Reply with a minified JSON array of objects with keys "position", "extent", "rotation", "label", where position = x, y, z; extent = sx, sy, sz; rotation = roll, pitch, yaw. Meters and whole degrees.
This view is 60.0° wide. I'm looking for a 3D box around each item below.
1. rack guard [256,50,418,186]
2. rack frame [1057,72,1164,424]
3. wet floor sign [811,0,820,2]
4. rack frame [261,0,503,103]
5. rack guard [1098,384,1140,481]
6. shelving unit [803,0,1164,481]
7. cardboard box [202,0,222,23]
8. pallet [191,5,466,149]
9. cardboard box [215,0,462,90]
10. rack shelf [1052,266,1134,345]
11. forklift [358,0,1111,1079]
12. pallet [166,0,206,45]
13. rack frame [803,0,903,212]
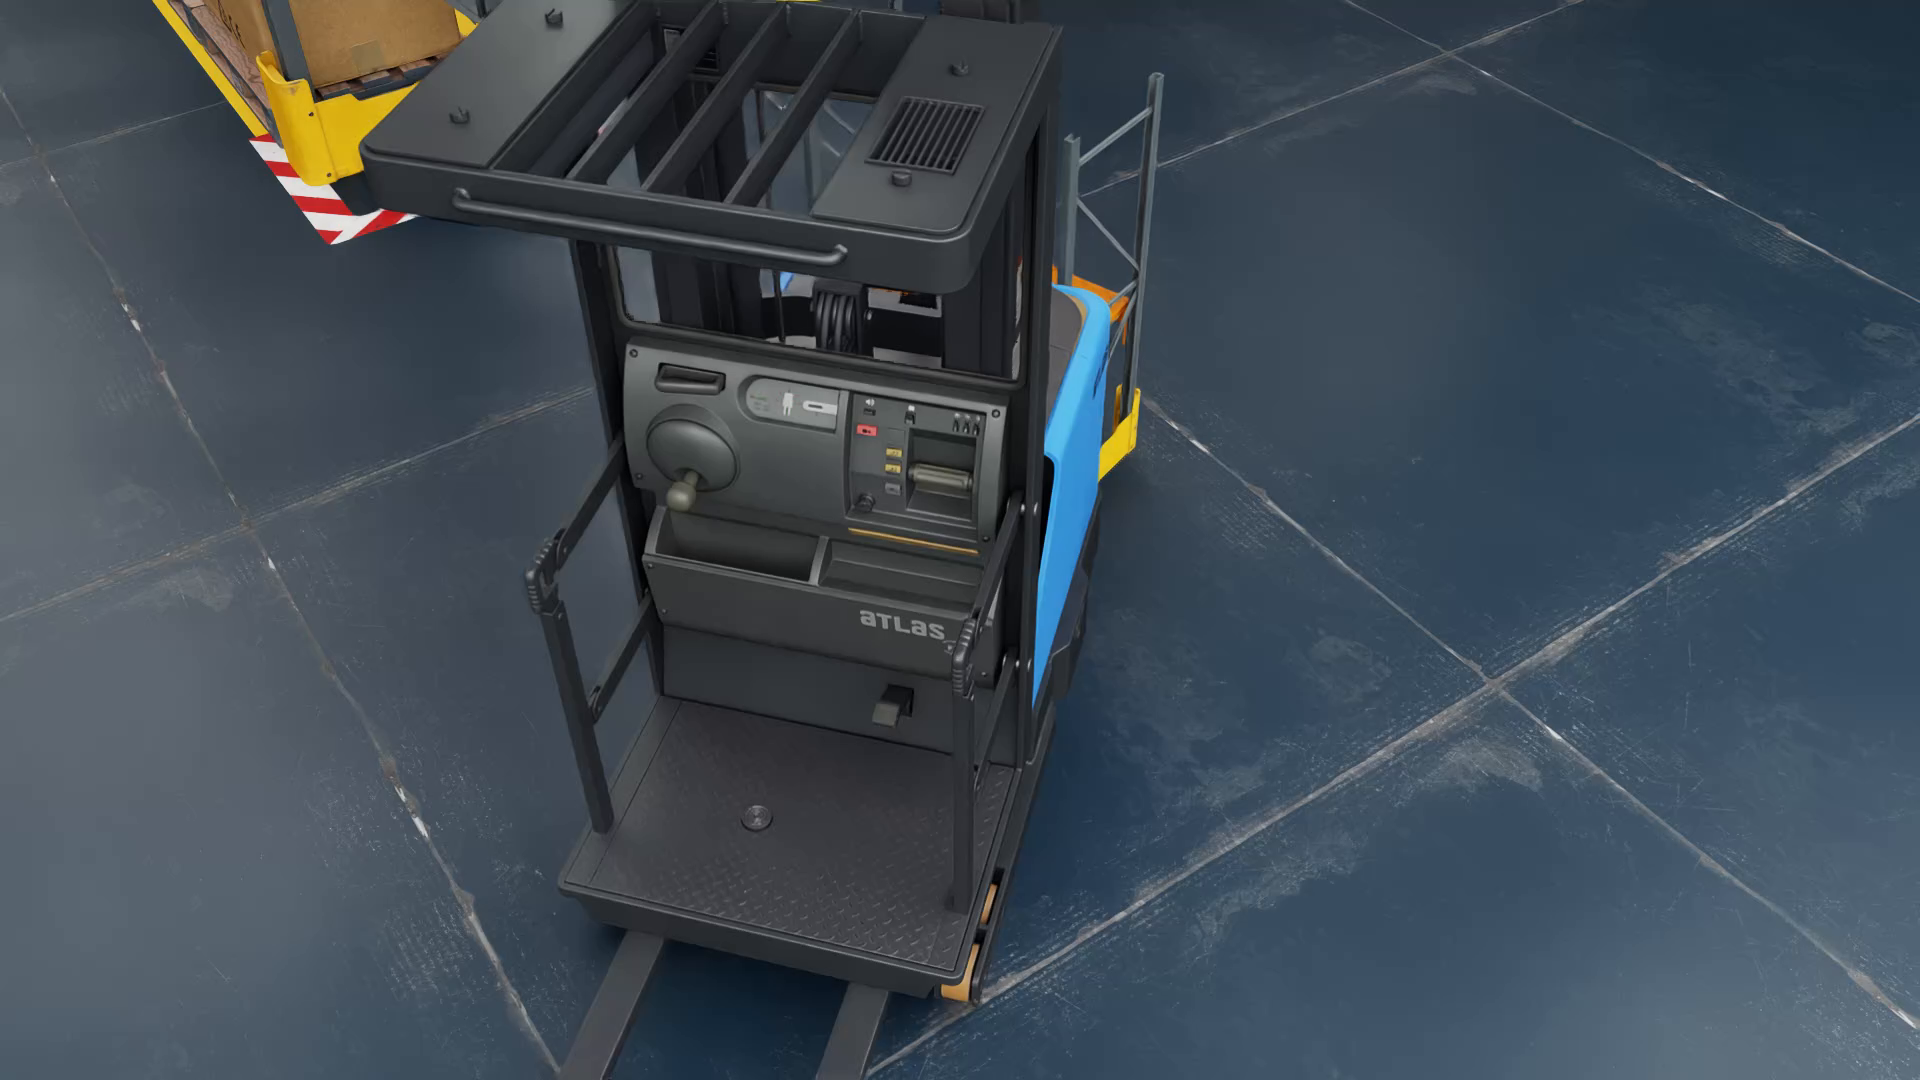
[{"position":[-2.504,-2.065,7.551],"extent":[1.175,0.500,0.348],"rotation":[-26,49,-24],"label":"rack guard"},{"position":[0.460,-0.742,5.441],"extent":[0.032,1.500,0.500],"rotation":[27,50,26],"label":"rack frame"},{"position":[-0.877,-2.897,8.317],"extent":[0.267,0.644,0.232],"rotation":[-35,53,-31],"label":"wet floor sign"},{"position":[-2.518,-2.982,6.702],"extent":[1.000,3.000,0.127],"rotation":[-26,49,-24],"label":"rack frame"},{"position":[0.444,-0.298,5.881],"extent":[0.087,0.250,0.587],"rotation":[27,50,26],"label":"rack guard"},{"position":[0.046,-0.956,5.666],"extent":[1.083,1.500,0.587],"rotation":[27,50,26],"label":"shelving unit"},{"position":[-3.465,-3.221,8.187],"extent":[0.875,0.875,0.875],"rotation":[-26,50,-25],"label":"cardboard box"},{"position":[-3.040,-2.396,8.107],"extent":[1.003,0.211,1.213],"rotation":[-26,49,-24],"label":"pallet"},{"position":[-2.960,-2.724,7.665],"extent":[0.875,0.875,0.875],"rotation":[-25,49,-24],"label":"cardboard box"},{"position":[0.053,-0.823,5.786],"extent":[1.000,0.185,0.538],"rotation":[27,50,26],"label":"rack shelf"},{"position":[-0.403,-0.130,3.764],"extent":[1.130,2.935,3.031],"rotation":[10,45,11],"label":"forklift"},{"position":[-3.733,-3.086,8.830],"extent":[1.003,0.211,1.213],"rotation":[-26,49,-24],"label":"pallet"},{"position":[-0.354,-1.163,5.882],"extent":[0.032,1.500,0.500],"rotation":[27,50,26],"label":"rack frame"}]
